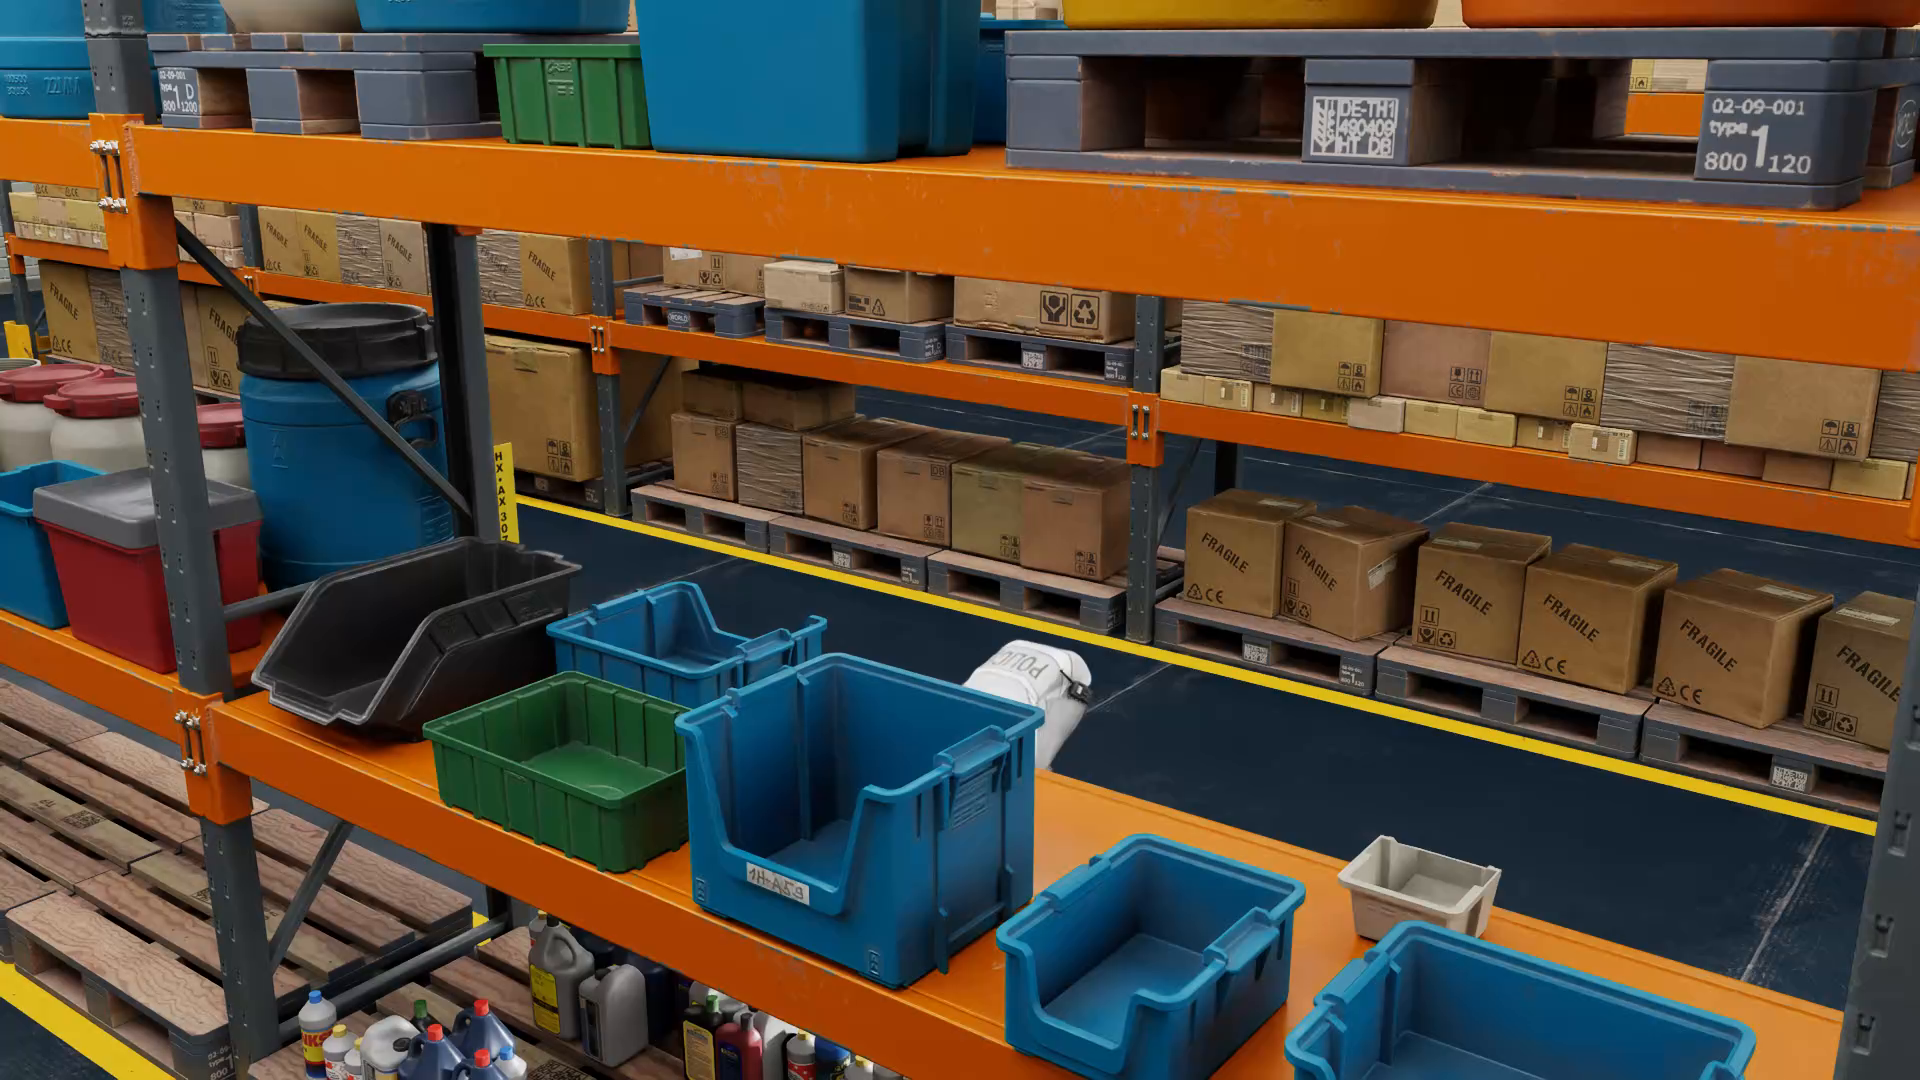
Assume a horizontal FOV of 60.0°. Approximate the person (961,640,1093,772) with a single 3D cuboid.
[{"bbox_3d":[0.162,0.833,6.366,0.449,0.772,0.912,11,20,33],"label":"person"}]
